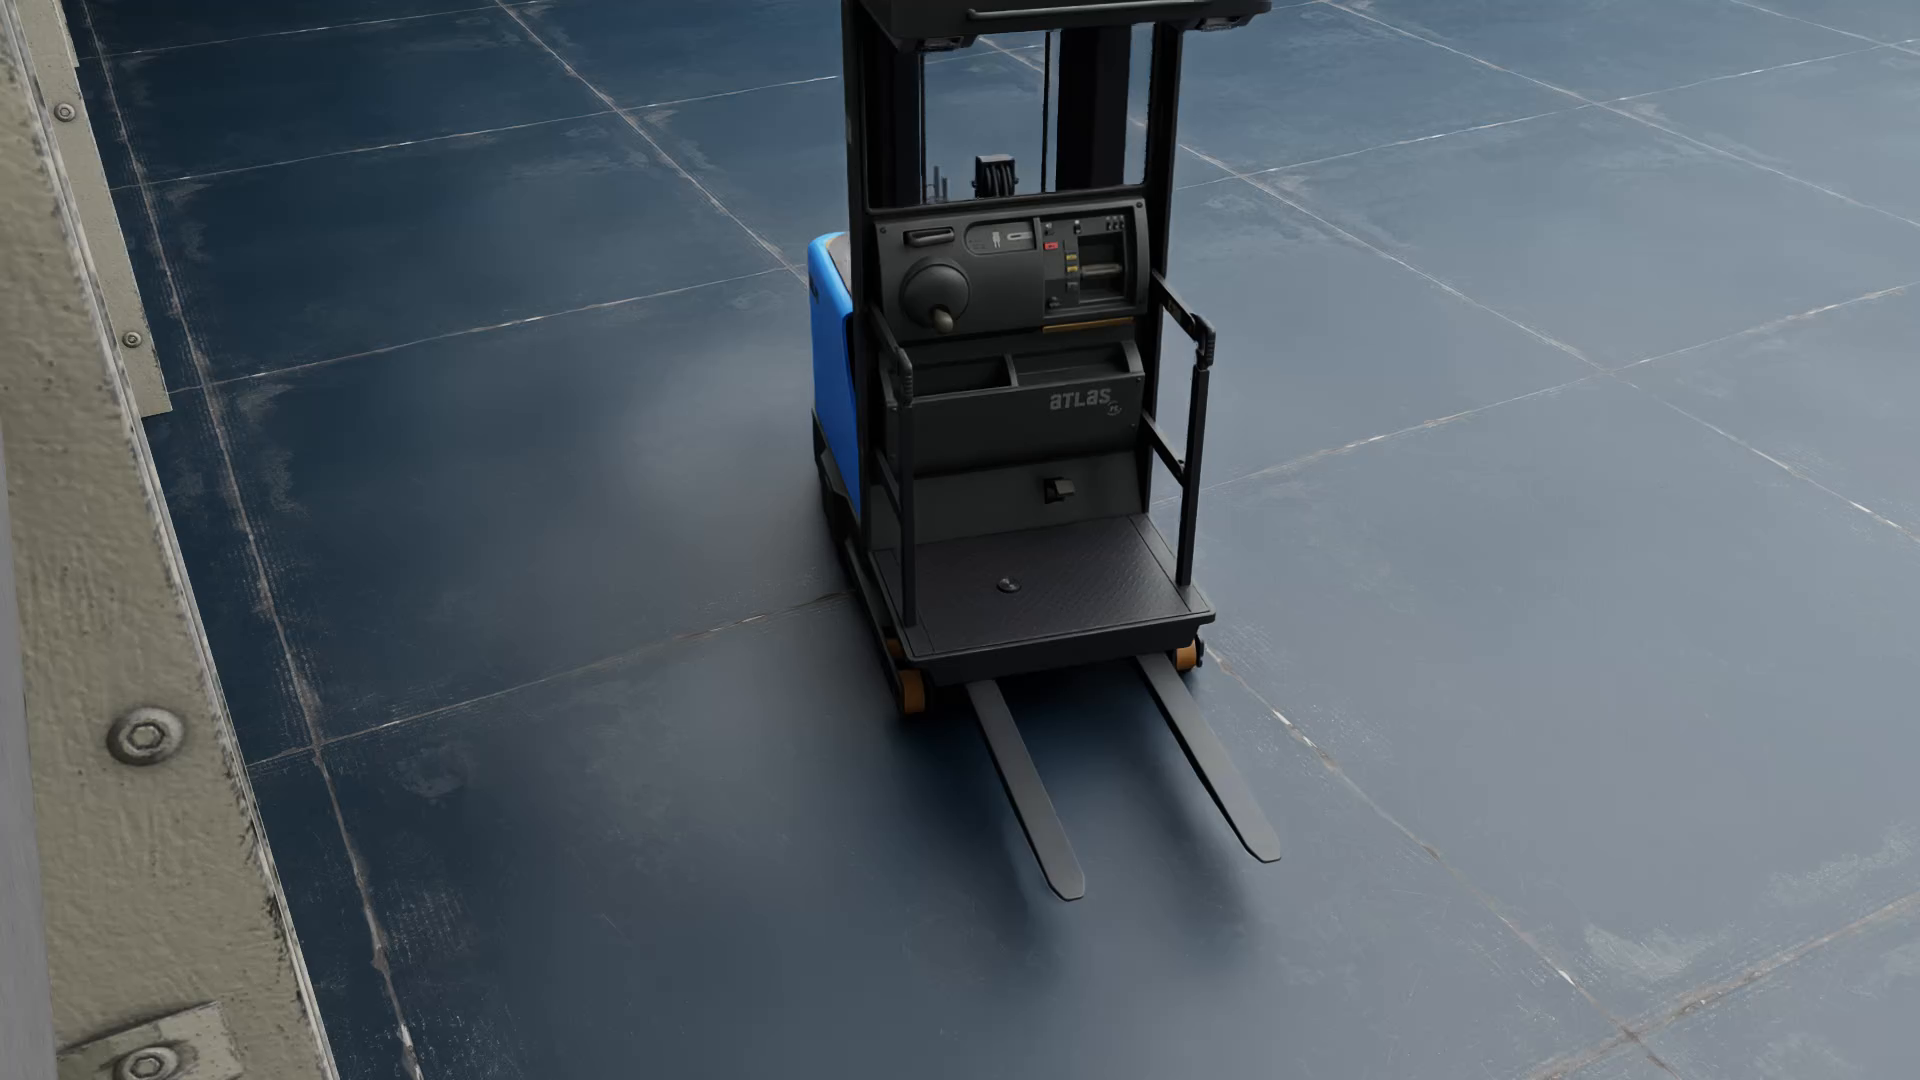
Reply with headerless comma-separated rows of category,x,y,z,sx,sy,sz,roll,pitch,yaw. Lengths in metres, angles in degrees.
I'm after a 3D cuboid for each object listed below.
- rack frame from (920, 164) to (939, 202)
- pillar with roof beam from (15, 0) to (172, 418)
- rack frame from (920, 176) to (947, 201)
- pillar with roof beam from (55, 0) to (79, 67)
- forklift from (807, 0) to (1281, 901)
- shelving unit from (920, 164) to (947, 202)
rack frame,-0.201,-1.043,7.267,0.240,1.200,0.006,-6,29,-10
pillar with roof beam,-0.059,-5.525,7.032,9.100,9.000,0.400,-16,36,-23
rack frame,-0.164,-0.958,7.109,0.240,1.200,0.006,-6,29,-10
pillar with roof beam,-2.856,-8.388,11.501,9.100,9.000,0.400,-16,36,-23
forklift,0.238,-0.856,5.369,1.130,2.935,3.031,-8,34,-12
shelving unit,-0.183,-1.000,7.188,0.258,1.200,0.189,-6,29,-10
